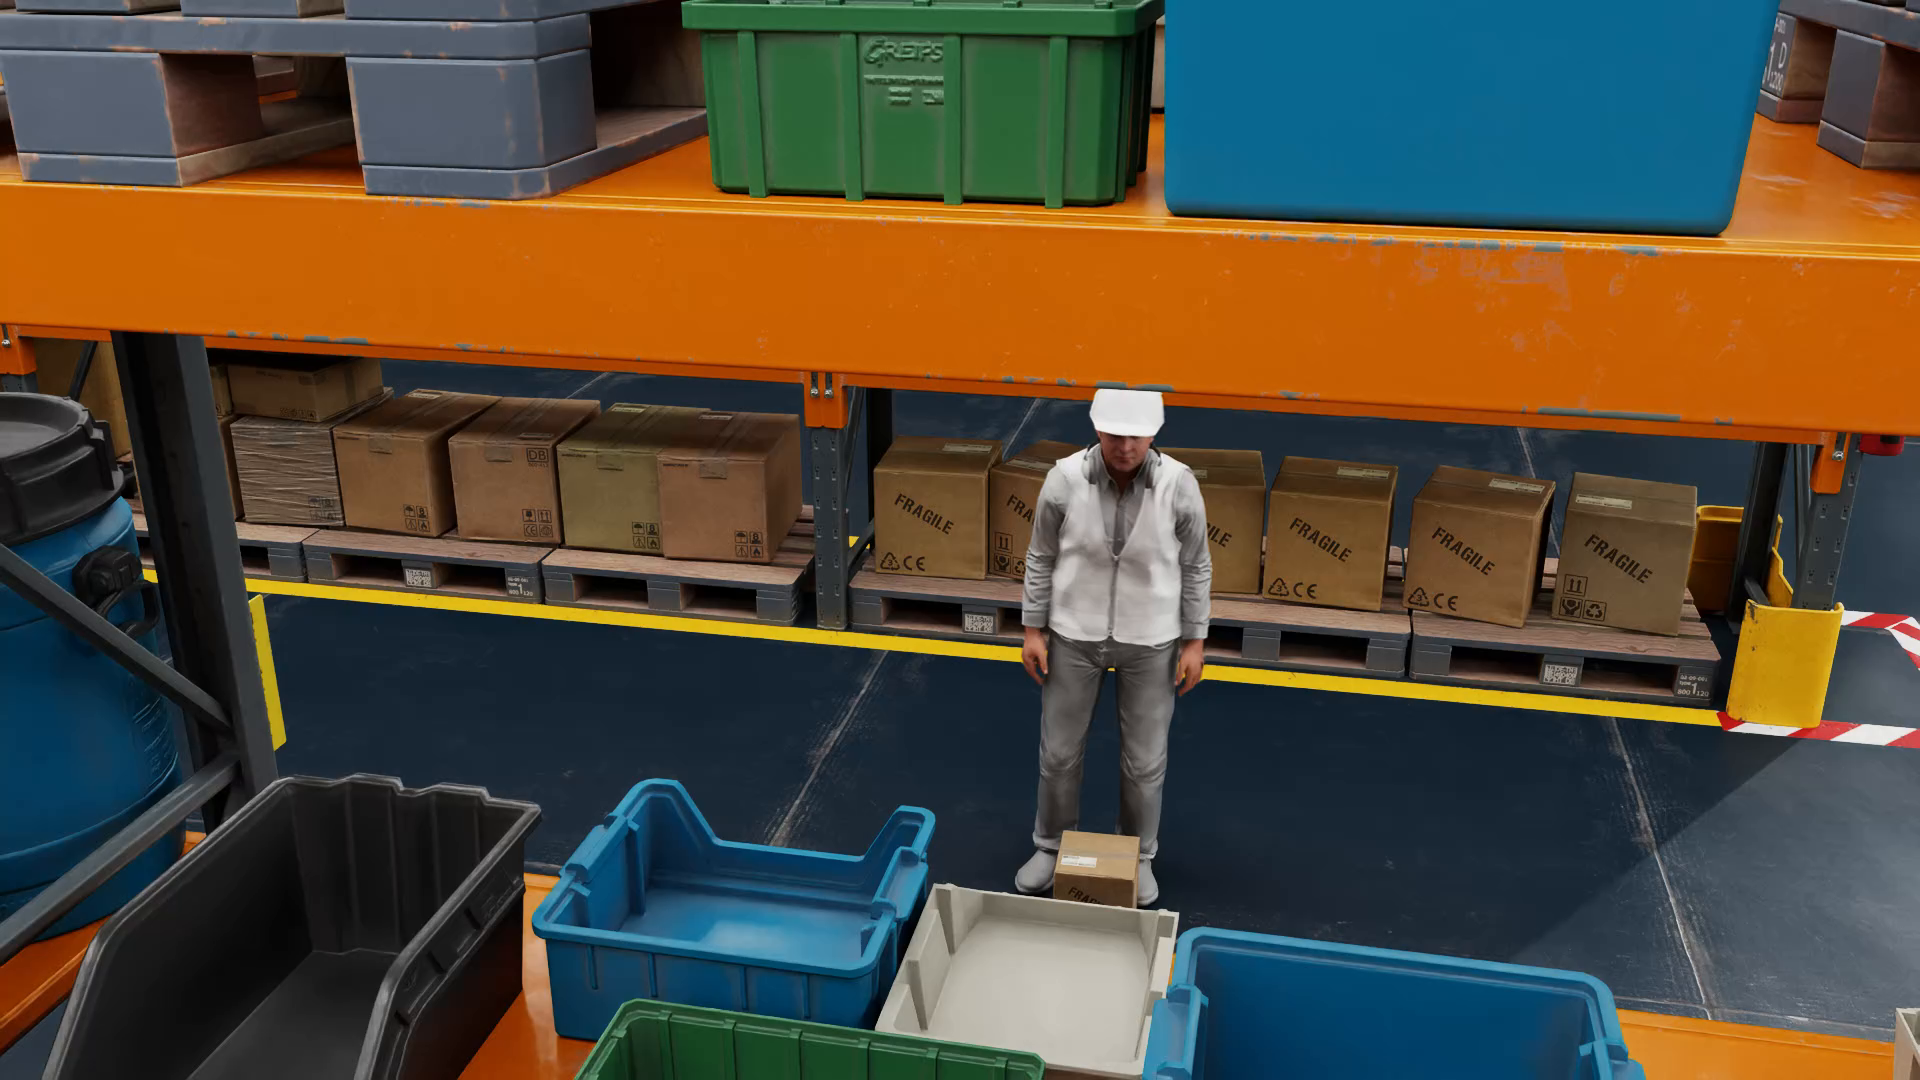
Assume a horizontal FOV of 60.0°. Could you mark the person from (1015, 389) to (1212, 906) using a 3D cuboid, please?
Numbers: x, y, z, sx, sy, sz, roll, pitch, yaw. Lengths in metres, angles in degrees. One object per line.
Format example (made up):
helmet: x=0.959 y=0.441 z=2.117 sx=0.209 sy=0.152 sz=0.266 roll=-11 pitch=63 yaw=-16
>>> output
person: x=0.488 y=0.308 z=5.261 sx=0.590 sy=1.773 sz=0.459 roll=4 pitch=22 yaw=9
